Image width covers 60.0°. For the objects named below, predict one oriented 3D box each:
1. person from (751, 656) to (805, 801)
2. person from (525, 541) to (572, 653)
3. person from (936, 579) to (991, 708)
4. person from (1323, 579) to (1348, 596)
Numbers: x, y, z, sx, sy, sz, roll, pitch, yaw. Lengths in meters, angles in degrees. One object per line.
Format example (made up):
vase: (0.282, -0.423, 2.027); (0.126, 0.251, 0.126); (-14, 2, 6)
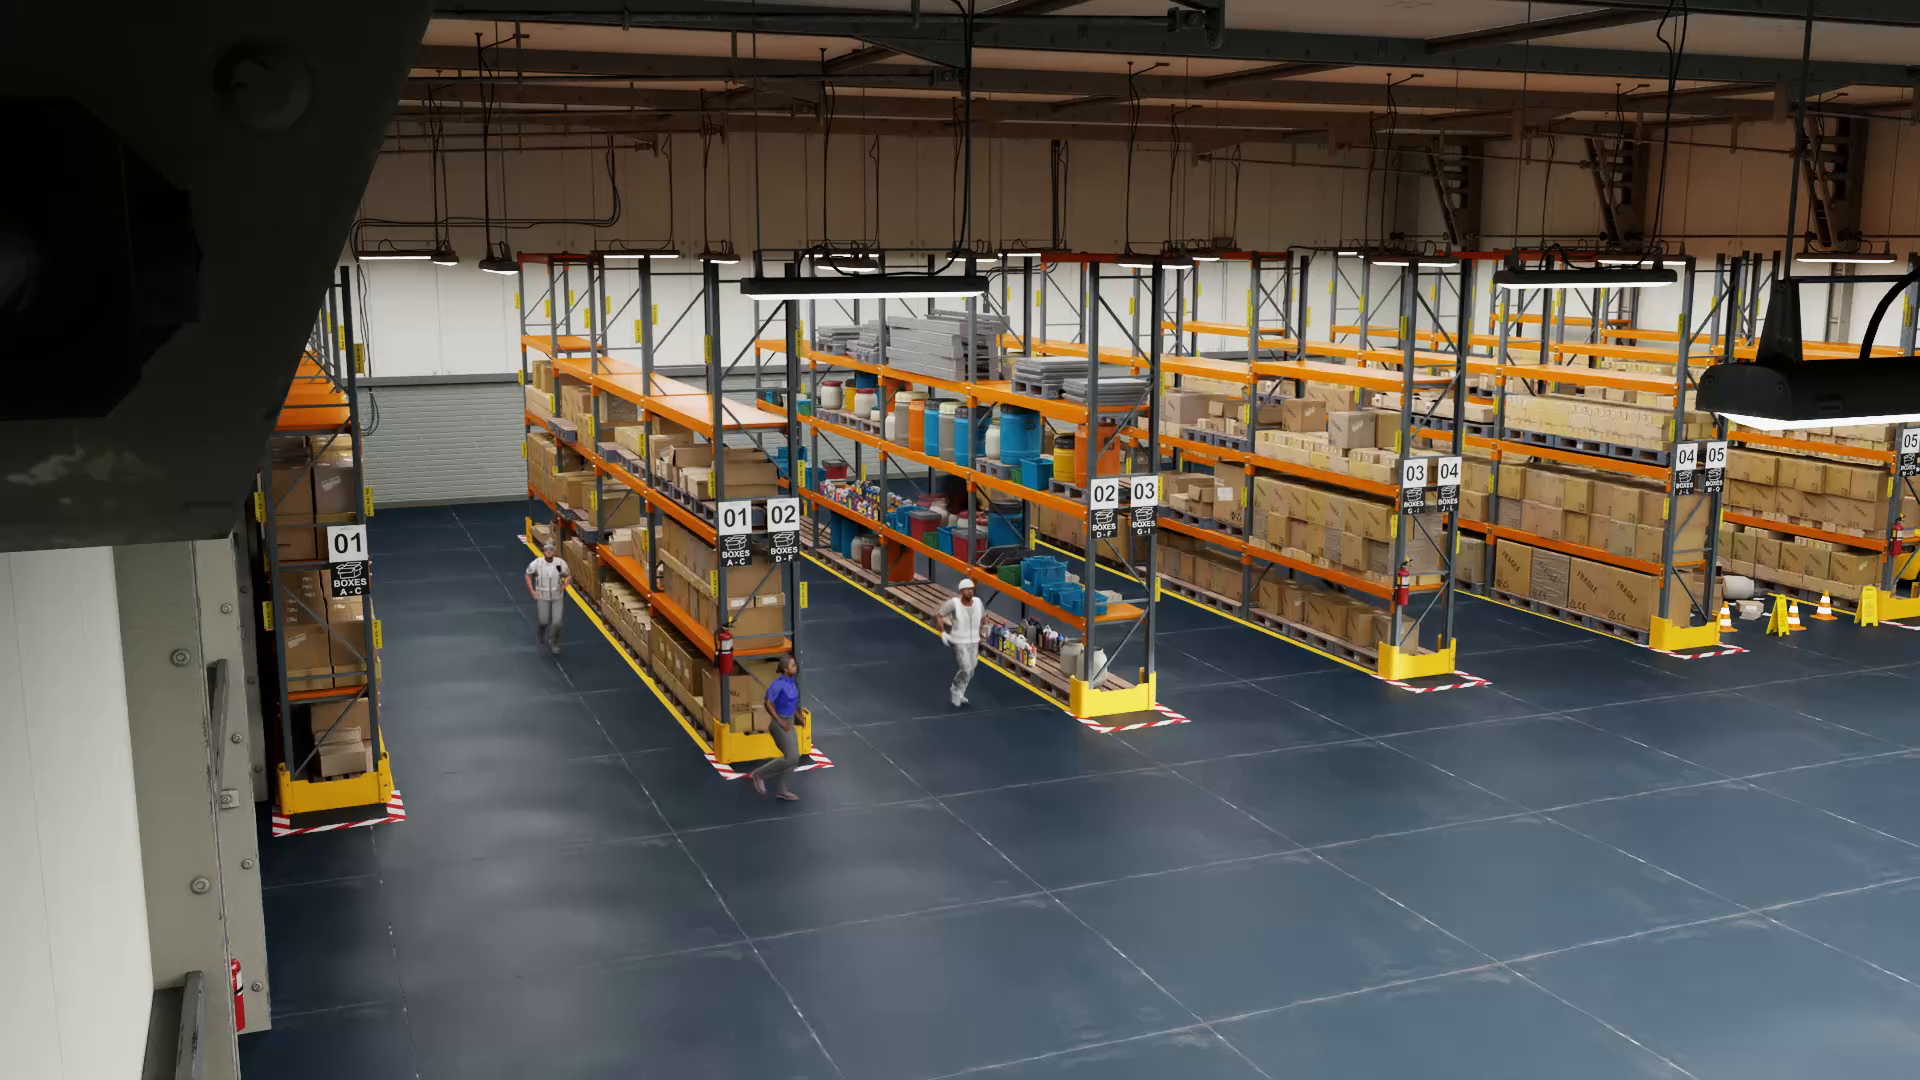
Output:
person: (-2.069, 2.131, 19.022); (0.532, 1.600, 0.651); (2, 11, 11)
person: (-6.286, 0.867, 25.494); (0.692, 1.750, 0.611); (-4, 11, -19)
person: (0.104, 1.397, 22.509); (0.679, 1.765, 0.660); (-7, 12, -33)
person: (6.801, 0.102, 29.754); (0.630, 1.785, 0.789); (-5, 12, -27)
